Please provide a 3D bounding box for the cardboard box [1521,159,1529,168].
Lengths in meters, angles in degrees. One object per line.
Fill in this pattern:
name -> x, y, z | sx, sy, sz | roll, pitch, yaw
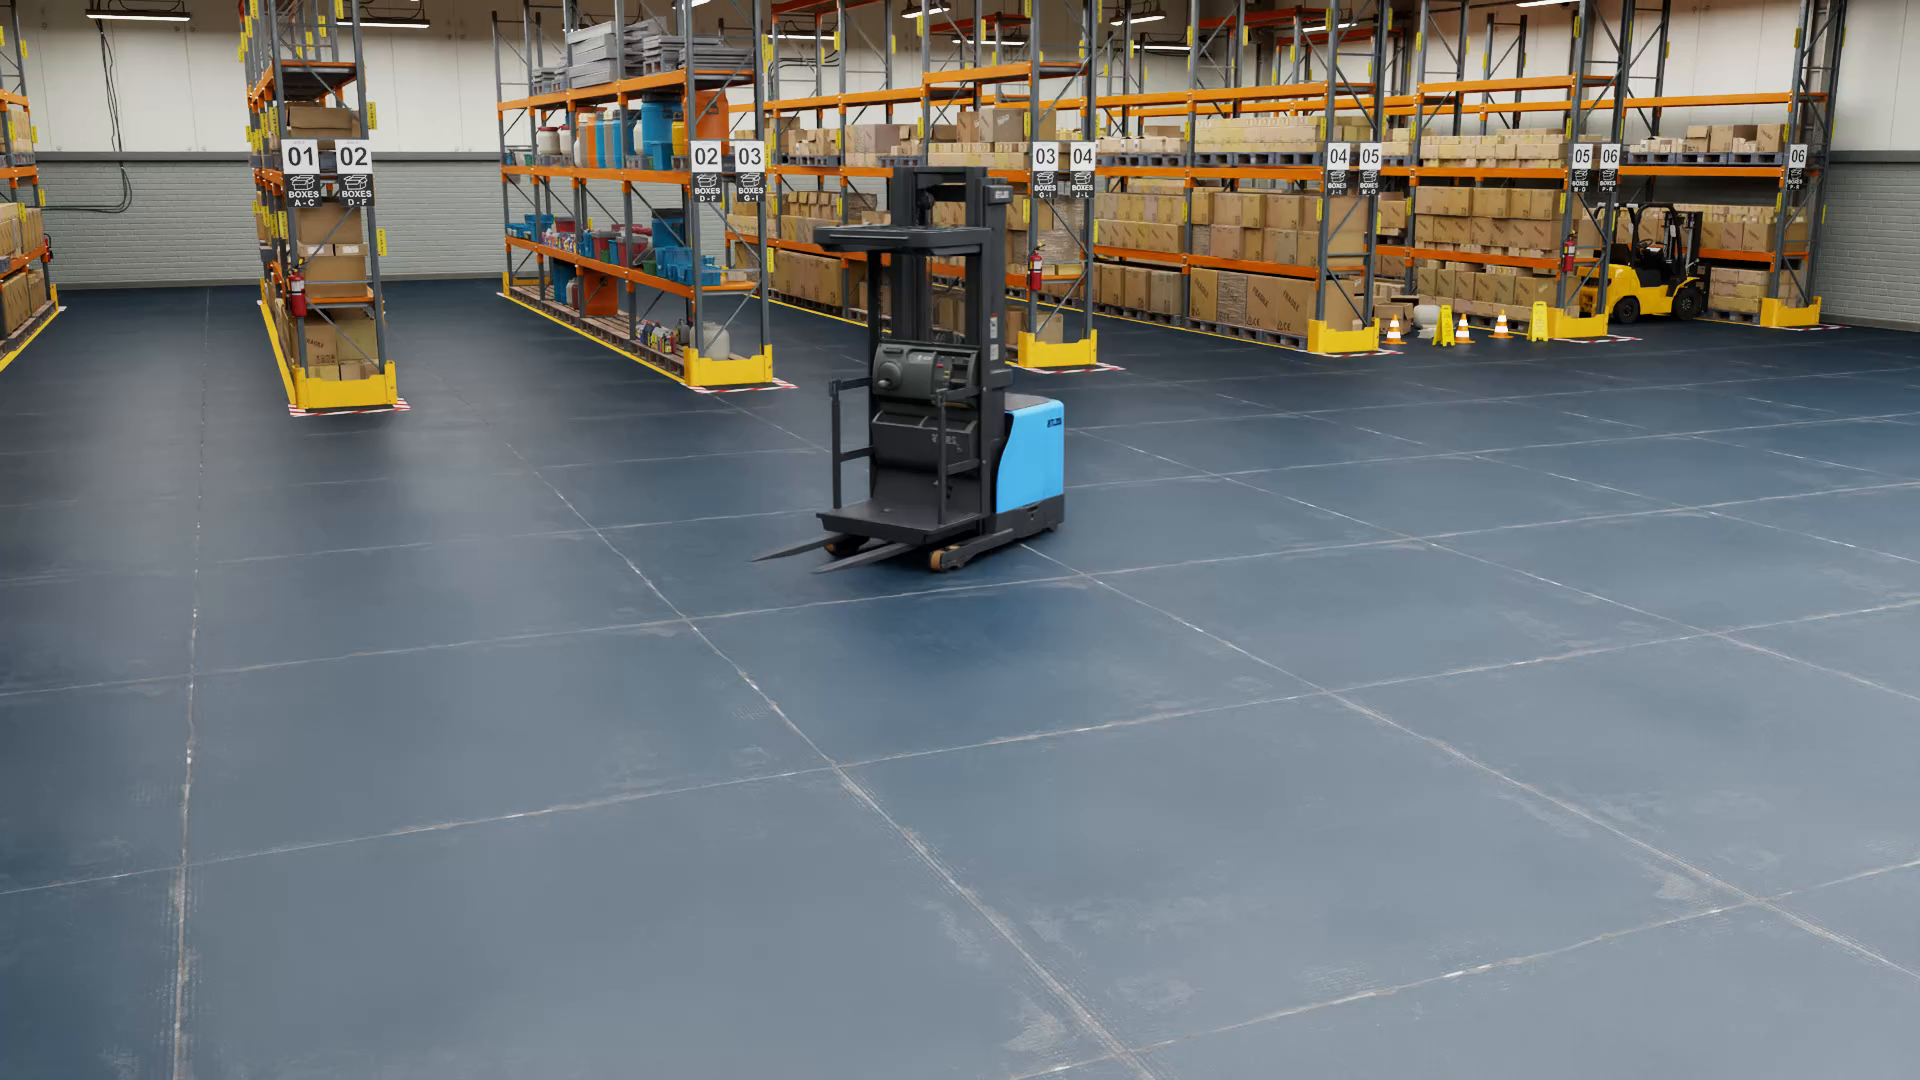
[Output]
cardboard box -> 9.904, -6.487, 28.650 | 0.380, 0.149, 0.250 | -6, 14, -23

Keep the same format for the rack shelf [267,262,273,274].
rack shelf -> -11.616, -4.861, 29.316 | 1.077, 0.370, 4.000 | -6, 14, -23

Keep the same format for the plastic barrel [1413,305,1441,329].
plastic barrel -> 8.333, -3.969, 29.582 | 0.512, 0.421, 0.421 | 4, 14, 16

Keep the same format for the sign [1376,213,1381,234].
sign -> 6.564, -4.976, 26.121 | 0.100, 0.325, 0.005 | -6, 14, -23

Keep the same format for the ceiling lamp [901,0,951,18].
ceiling lamp -> -0.480, -12.362, 33.879 | 0.800, 3.185, 2.000 | -6, 14, -23

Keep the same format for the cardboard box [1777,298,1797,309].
cardboard box -> 15.077, -4.368, 30.756 | 0.500, 0.250, 0.500 | -6, 14, -23

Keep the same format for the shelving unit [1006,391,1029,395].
shelving unit -> 0.468, -0.722, 14.152 | 0.215, 1.050, 0.252 | 2, 13, 5

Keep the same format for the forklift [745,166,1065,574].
forklift -> -0.390, -1.307, 12.518 | 1.130, 2.935, 3.031 | 9, 16, 34

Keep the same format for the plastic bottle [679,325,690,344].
plastic bottle -> -4.199, -3.141, 25.352 | 0.152, 0.276, 0.135 | -6, 14, -23

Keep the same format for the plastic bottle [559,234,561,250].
plastic bottle -> -7.413, -5.535, 30.892 | 0.061, 0.283, 0.133 | -6, 14, -23

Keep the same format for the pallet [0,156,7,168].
pallet -> -16.542, -6.360, 27.968 | 0.805, 0.209, 1.217 | -6, 14, -25

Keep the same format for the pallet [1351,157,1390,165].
pallet -> 8.378, -7.482, 32.809 | 1.213, 0.211, 1.003 | -6, 14, -23

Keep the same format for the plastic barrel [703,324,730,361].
plastic barrel -> -3.404, -2.714, 23.029 | 0.421, 0.512, 0.421 | 0, 13, 0

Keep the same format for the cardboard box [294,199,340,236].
cardboard box -> -8.426, -4.251, 21.984 | 0.700, 0.500, 0.500 | -6, 14, -23

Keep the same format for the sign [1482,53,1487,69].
sign -> 11.397, -10.402, 36.109 | 0.100, 0.325, 0.005 | -6, 14, -23

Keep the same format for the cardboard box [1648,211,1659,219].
cardboard box -> 13.645, -6.323, 32.377 | 0.380, 0.149, 0.250 | -5, 14, -22

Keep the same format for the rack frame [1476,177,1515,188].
rack frame -> 11.890, -7.037, 37.120 | 1.000, 3.000, 0.127 | -6, 14, -23

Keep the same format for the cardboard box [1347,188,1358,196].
cardboard box -> 9.935, -8.632, 42.023 | 0.500, 0.500, 0.500 | -6, 14, -25

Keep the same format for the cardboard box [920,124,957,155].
cardboard box -> -0.232, -6.688, 27.803 | 0.797, 0.503, 0.637 | -6, 14, -26

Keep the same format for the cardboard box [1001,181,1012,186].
cardboard box -> 0.810, -7.699, 36.885 | 0.500, 0.500, 0.500 | -6, 14, -25

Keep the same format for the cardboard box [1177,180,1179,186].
cardboard box -> 5.320, -8.365, 38.982 | 0.380, 0.149, 0.250 | -5, 14, -22

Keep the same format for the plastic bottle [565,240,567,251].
plastic bottle -> -7.184, -5.387, 30.434 | 0.097, 0.201, 0.097 | 0, 13, 0

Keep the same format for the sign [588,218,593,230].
sign -> -7.372, -6.256, 33.132 | 0.100, 0.325, 0.005 | -6, 14, -23

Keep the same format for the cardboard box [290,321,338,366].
cardboard box -> -8.098, -2.460, 20.849 | 0.500, 0.500, 0.500 | -6, 14, -23

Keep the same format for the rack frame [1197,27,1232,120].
rack frame -> 5.741, -10.337, 38.074 | 1.000, 3.000, 0.127 | -6, 14, -23

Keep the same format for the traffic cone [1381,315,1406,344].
traffic cone -> 7.141, -3.469, 27.331 | 0.336, 0.463, 0.334 | -6, 14, -23

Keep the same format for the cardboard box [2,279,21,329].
cardboard box -> -15.872, -3.853, 27.200 | 0.750, 0.750, 0.750 | -6, 14, -23

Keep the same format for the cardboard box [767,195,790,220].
cardboard box -> -3.768, -7.027, 35.088 | 0.500, 0.500, 0.500 | -5, 14, -21

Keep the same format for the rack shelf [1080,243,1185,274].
rack shelf -> 3.650, -5.356, 31.454 | 1.077, 0.370, 4.000 | -6, 14, -23

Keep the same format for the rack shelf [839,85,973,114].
rack shelf -> -0.936, -7.657, 28.977 | 1.077, 0.370, 4.000 | -6, 14, -23

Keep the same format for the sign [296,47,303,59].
sign -> -13.503, -9.952, 33.990 | 0.100, 0.325, 0.005 | -6, 14, -23

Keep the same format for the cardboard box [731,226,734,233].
cardboard box -> -4.997, -7.067, 37.808 | 0.380, 0.149, 0.250 | -6, 14, -24

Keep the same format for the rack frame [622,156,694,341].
rack frame -> -4.673, -4.419, 25.809 | 1.000, 3.000, 0.127 | -6, 14, -23

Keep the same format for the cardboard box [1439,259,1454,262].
cardboard box -> 11.333, -6.196, 38.099 | 0.500, 0.500, 0.500 | -6, 14, -24

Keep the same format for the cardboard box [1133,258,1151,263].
cardboard box -> 4.869, -6.881, 41.199 | 0.875, 0.438, 0.875 | -5, 14, -21

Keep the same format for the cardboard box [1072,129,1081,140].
cardboard box -> 2.448, -8.063, 32.982 | 0.396, 0.266, 0.258 | -6, 14, -23

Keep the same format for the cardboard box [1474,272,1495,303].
cardboard box -> 9.580, -4.519, 29.748 | 0.500, 0.500, 0.500 | -6, 14, -24

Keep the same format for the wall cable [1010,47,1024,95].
wall cable -> 1.602, -12.313, 46.613 | 0.463, 3.000, 0.029 | -6, 14, -23

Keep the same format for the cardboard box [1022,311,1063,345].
cardboard box -> 1.233, -3.157, 24.970 | 0.500, 0.500, 0.500 | -3, 13, -13

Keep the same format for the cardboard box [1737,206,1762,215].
cardboard box -> 14.501, -6.048, 30.530 | 0.380, 0.149, 0.250 | -5, 14, -22

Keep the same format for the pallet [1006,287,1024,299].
pallet -> 1.559, -5.427, 36.349 | 1.003, 0.211, 1.213 | -6, 14, -23

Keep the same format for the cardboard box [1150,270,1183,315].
cardboard box -> 4.120, -4.522, 30.313 | 1.050, 0.750, 0.750 | -6, 14, -23

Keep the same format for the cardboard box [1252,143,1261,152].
cardboard box -> 4.999, -6.412, 27.174 | 0.380, 0.149, 0.250 | -5, 14, -22

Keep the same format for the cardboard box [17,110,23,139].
cardboard box -> -17.398, -7.563, 30.260 | 0.500, 0.500, 0.500 | -6, 14, -23

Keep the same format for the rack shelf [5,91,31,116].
rack shelf -> -17.756, -7.967, 30.319 | 1.077, 0.370, 4.000 | -6, 14, -23

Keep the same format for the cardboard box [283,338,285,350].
cardboard box -> -9.644, -2.896, 24.399 | 0.500, 0.250, 0.500 | -6, 14, -24

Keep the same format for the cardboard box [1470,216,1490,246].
cardboard box -> 9.499, -5.529, 29.727 | 0.500, 0.500, 0.500 | -5, 14, -22

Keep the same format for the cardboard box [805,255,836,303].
cardboard box -> -2.344, -5.191, 32.928 | 1.225, 0.875, 0.875 | -6, 14, -23

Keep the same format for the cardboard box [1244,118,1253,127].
cardboard box -> 4.895, -6.854, 27.313 | 0.380, 0.149, 0.250 | -6, 14, -23

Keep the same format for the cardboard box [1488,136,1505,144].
cardboard box -> 9.497, -7.019, 29.181 | 0.380, 0.149, 0.250 | -5, 14, -22

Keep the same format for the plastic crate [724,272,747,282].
plastic crate -> -3.134, -3.678, 23.192 | 0.298, 0.136, 0.250 | -6, 14, -23

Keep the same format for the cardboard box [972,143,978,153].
cardboard box -> 0.405, -6.037, 25.599 | 0.380, 0.149, 0.250 | -5, 14, -22

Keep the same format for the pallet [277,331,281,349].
pallet -> -10.521, -3.266, 27.014 | 1.003, 0.211, 1.213 | -6, 14, -23

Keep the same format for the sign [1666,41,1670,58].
sign -> 14.011, -9.710, 32.945 | 0.100, 0.325, 0.005 | -6, 14, -23

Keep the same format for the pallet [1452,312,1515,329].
pallet -> 9.740, -4.015, 30.247 | 1.003, 0.211, 1.213 | -6, 14, -23

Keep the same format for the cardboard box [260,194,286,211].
cardboard box -> -12.857, -6.242, 31.247 | 0.500, 0.500, 0.500 | -6, 14, -23
